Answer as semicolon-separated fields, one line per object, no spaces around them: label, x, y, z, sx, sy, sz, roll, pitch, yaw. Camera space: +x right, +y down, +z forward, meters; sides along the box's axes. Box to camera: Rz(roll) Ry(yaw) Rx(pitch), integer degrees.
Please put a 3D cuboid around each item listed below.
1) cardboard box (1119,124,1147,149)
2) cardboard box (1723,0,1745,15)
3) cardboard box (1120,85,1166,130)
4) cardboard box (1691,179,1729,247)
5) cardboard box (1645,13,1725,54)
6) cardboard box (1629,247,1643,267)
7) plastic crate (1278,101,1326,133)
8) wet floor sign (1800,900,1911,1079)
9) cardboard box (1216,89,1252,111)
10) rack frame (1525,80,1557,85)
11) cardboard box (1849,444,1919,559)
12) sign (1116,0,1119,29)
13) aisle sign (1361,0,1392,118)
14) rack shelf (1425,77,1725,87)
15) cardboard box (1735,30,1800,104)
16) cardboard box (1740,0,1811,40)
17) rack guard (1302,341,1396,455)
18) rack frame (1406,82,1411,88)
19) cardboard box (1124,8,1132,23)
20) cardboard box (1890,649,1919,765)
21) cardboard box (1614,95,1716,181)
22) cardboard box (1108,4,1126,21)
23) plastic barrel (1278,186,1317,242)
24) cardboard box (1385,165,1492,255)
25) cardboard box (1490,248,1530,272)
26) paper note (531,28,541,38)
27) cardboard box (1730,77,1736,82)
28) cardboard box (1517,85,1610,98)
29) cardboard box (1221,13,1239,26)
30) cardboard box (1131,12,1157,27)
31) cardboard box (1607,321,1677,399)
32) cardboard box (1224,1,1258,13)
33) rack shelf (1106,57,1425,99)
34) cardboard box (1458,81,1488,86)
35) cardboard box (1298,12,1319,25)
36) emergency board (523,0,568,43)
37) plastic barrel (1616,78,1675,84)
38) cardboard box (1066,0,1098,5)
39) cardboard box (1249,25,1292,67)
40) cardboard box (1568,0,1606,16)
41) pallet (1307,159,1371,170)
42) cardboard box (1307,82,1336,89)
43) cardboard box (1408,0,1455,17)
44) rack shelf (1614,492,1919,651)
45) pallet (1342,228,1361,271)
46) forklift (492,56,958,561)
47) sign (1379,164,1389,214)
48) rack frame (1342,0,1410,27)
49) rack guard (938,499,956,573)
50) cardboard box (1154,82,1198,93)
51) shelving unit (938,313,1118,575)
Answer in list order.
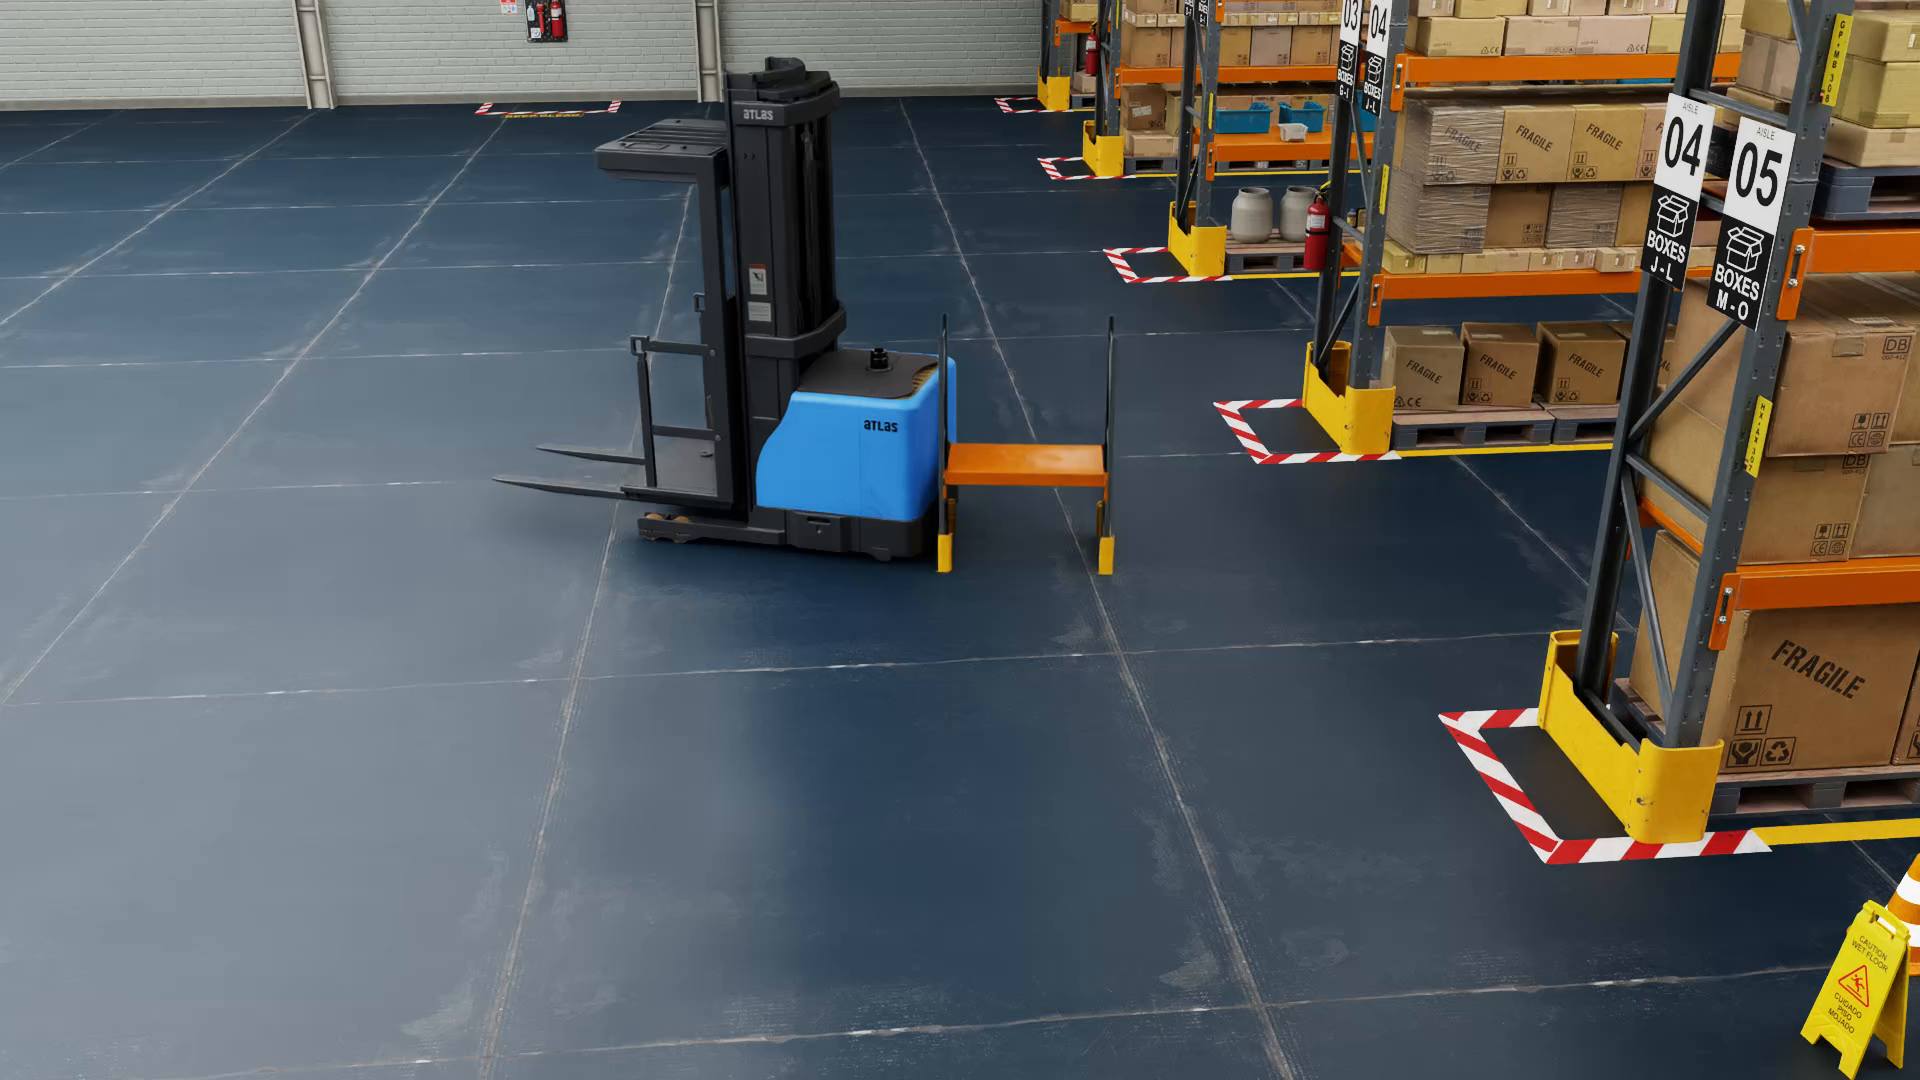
cardboard box;2.386;-5.308;21.867;0.500;0.250;0.500;-2;24;-5
cardboard box;5.226;-3.687;11.353;0.250;0.149;0.380;-1;24;-3
cardboard box;2.386;-5.651;21.717;0.500;0.500;0.500;-2;24;-5
cardboard box;5.389;-2.509;12.213;0.500;0.500;0.875;-2;24;-5
cardboard box;4.880;-3.508;11.442;0.500;0.250;0.500;-2;24;-4
cardboard box;4.896;-2.112;12.118;0.250;0.149;0.380;-2;24;-5
plastic crate;3.480;-4.326;16.973;0.408;0.251;0.499;-2;24;-5
wet floor sign;3.404;1.659;6.224;0.232;0.644;0.267;-6;25;-14
cardboard box;3.431;-5.487;21.347;0.500;0.500;0.500;-2;24;-5
rack frame;9.352;-8.553;26.300;0.127;3.000;1.000;-2;24;-5
cardboard box;4.148;-0.351;7.662;0.550;0.550;0.875;-2;24;-5
sign;1.930;-6.439;20.380;0.005;0.325;0.100;-2;24;-5
aisle sign;2.819;-3.292;11.262;0.004;0.787;0.394;-2;24;-5
rack shelf;7.852;-6.142;21.762;4.000;0.370;1.077;-2;24;-5
cardboard box;3.698;-2.027;7.102;0.500;0.250;0.500;-2;24;-4
cardboard box;3.540;-2.227;7.062;0.250;0.149;0.380;-2;24;-5
rack guard;2.927;-1.088;12.583;0.348;0.500;1.175;-2;24;-5
rack frame;5.862;-6.391;21.436;0.127;3.000;1.000;-2;24;-5
cardboard box;2.243;-6.666;21.133;0.250;0.149;0.380;-3;24;-6
cardboard box;4.782;0.471;8.097;0.875;0.875;0.875;-3;24;-6
cardboard box;4.918;-2.838;11.721;0.500;0.500;0.500;-2;24;-5
cardboard box;2.423;-8.092;25.422;0.500;0.250;0.500;-3;24;-7
plastic barrel;3.511;-3.362;17.166;0.421;0.512;0.421;0;24;0
cardboard box;3.401;-2.420;12.012;0.500;0.500;0.875;-2;24;-5
cardboard box;3.906;-2.052;11.983;0.250;0.149;0.380;-2;24;-5
paper note;-6.615;-7.907;25.931;0.142;0.148;0.016;-2;24;-5
cardboard box;12.699;-7.844;26.834;0.750;0.750;0.750;-2;24;-5
cardboard box;4.369;-3.029;12.151;0.500;0.500;0.500;-2;24;-5
cardboard box;3.320;-6.544;20.858;0.250;0.149;0.380;-3;24;-7
cardboard box;2.293;-6.502;20.764;0.250;0.149;0.380;-2;24;-6
cardboard box;5.251;-1.354;12.665;0.500;0.500;0.500;-4;24;-10
cardboard box;3.424;-6.929;20.926;0.500;0.500;0.700;-2;24;-5
rack shelf;3.872;-5.983;21.403;4.000;0.370;1.077;-2;24;-5
cardboard box;8.117;-7.588;26.666;0.500;0.500;0.700;-2;24;-5
cardboard box;4.349;-6.586;20.952;0.250;0.149;0.380;-2;24;-4
emergency board;-6.432;-8.289;25.705;0.643;1.169;0.194;-2;24;-5
plastic barrel;6.759;-4.511;16.589;0.708;0.901;0.600;-2;24;-5
cardboard box;1.895;-8.415;25.225;0.500;0.500;0.500;-2;24;-5
cardboard box;3.888;-6.354;21.228;0.500;0.500;0.700;-2;24;-4
cardboard box;4.175;-3.650;11.271;0.250;0.149;0.380;-2;24;-5
pallet;5.067;-5.102;21.969;1.213;0.211;1.003;-2;24;-5
cardboard box;4.873;-5.754;21.948;0.500;0.500;0.500;-2;24;-5
cardboard box;3.148;-3.629;11.223;0.250;0.149;0.380;-2;24;-6
rack shelf;5.229;0.030;7.874;4.000;0.370;1.077;-2;24;-5
pallet;4.456;-3.055;17.363;1.213;0.211;1.003;-2;24;-5
forklift;-1.586;-1.520;10.560;3.031;2.935;1.130;6;25;13
sign;2.905;-2.404;11.399;0.005;0.325;0.100;-2;24;-5
rack frame;2.851;-4.969;10.850;0.127;3.000;1.000;-2;24;-5
rack guard;-0.082;-0.032;10.515;0.087;0.250;0.587;1;24;2
cardboard box;3.390;-7.316;26.052;0.500;0.500;0.700;-4;24;-8
shelving unit;0.416;-0.595;10.242;1.083;1.500;0.587;1;24;2
